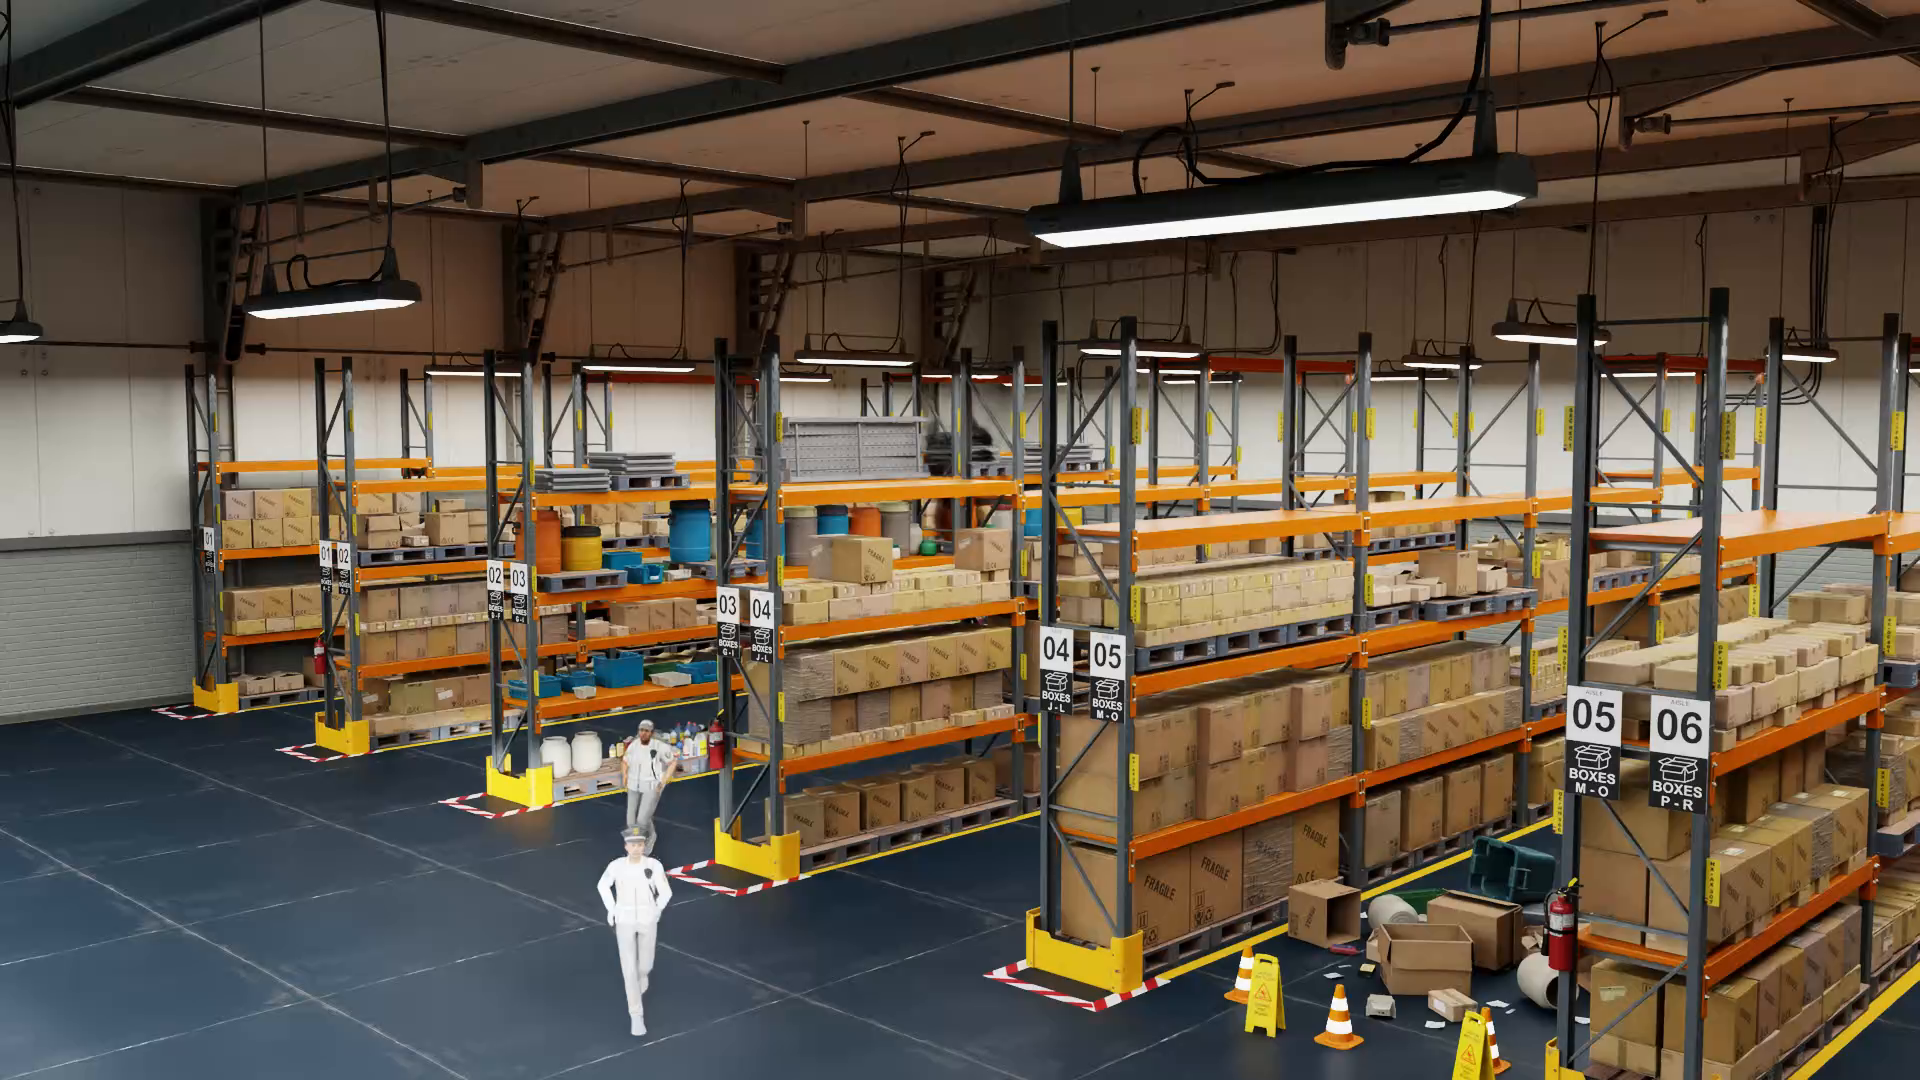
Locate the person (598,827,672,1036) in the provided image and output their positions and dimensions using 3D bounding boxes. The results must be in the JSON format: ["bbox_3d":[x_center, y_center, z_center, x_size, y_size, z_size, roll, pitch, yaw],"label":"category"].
[{"bbox_3d":[-2.759,3.258,14.141,0.618,1.691,0.843,-1,4,-13],"label":"person"}]

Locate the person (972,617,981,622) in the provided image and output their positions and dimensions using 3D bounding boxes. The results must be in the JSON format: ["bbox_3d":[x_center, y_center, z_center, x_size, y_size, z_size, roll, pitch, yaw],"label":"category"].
[{"bbox_3d":[0.262,1.781,32.808,0.688,1.780,0.773,3,5,35],"label":"person"}]

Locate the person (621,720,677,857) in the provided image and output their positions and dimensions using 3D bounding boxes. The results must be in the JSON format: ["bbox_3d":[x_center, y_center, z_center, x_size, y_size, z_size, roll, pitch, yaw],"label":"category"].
[{"bbox_3d":[-3.633,2.879,19.149,0.622,1.625,0.537,1,5,16],"label":"person"}]
